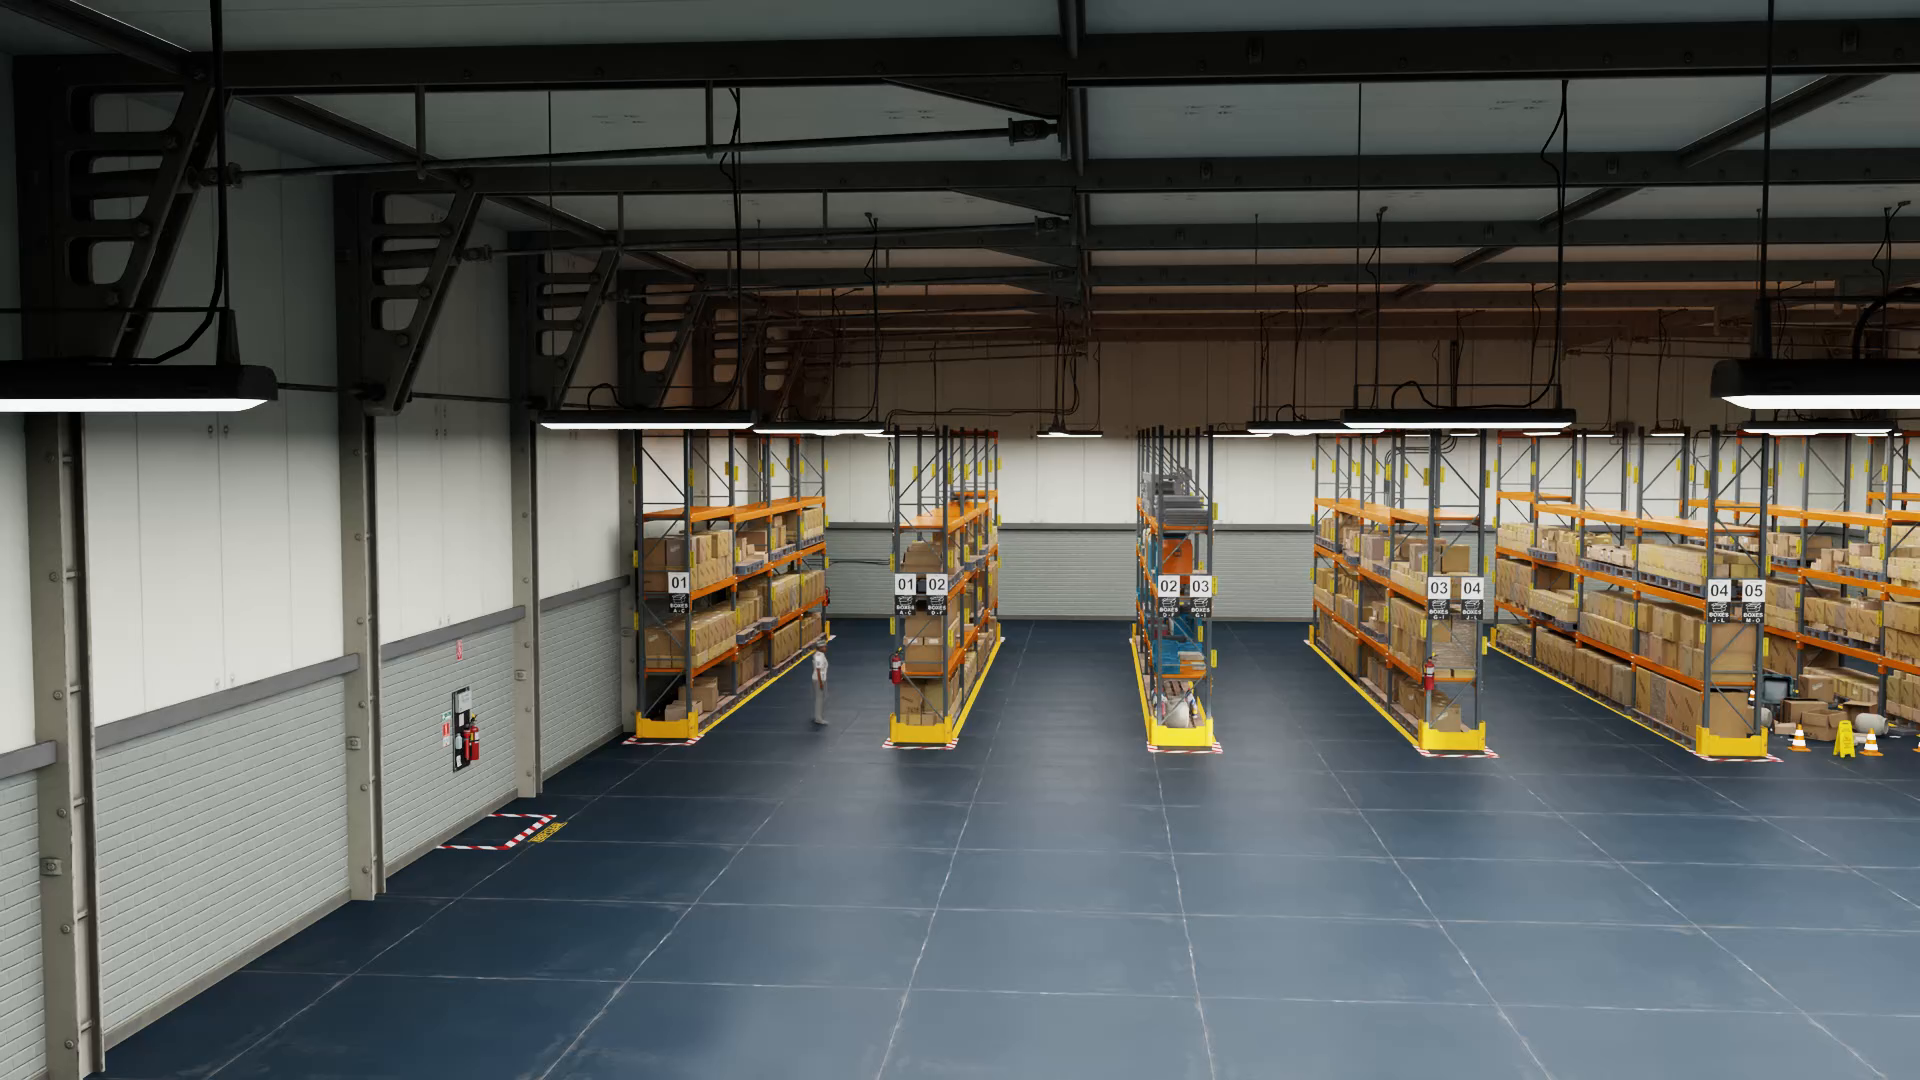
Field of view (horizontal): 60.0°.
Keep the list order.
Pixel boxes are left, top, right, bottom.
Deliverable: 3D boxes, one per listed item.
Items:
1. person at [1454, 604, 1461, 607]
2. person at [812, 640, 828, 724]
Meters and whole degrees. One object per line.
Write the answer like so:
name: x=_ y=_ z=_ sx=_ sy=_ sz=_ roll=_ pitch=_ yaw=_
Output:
person: x=13.609 y=2.119 z=45.765 sx=0.516 sy=1.725 sz=1.063 roll=0 pitch=3 yaw=6
person: x=-2.838 y=2.899 z=33.697 sx=0.348 sy=1.753 sz=0.533 roll=0 pitch=3 yaw=0
